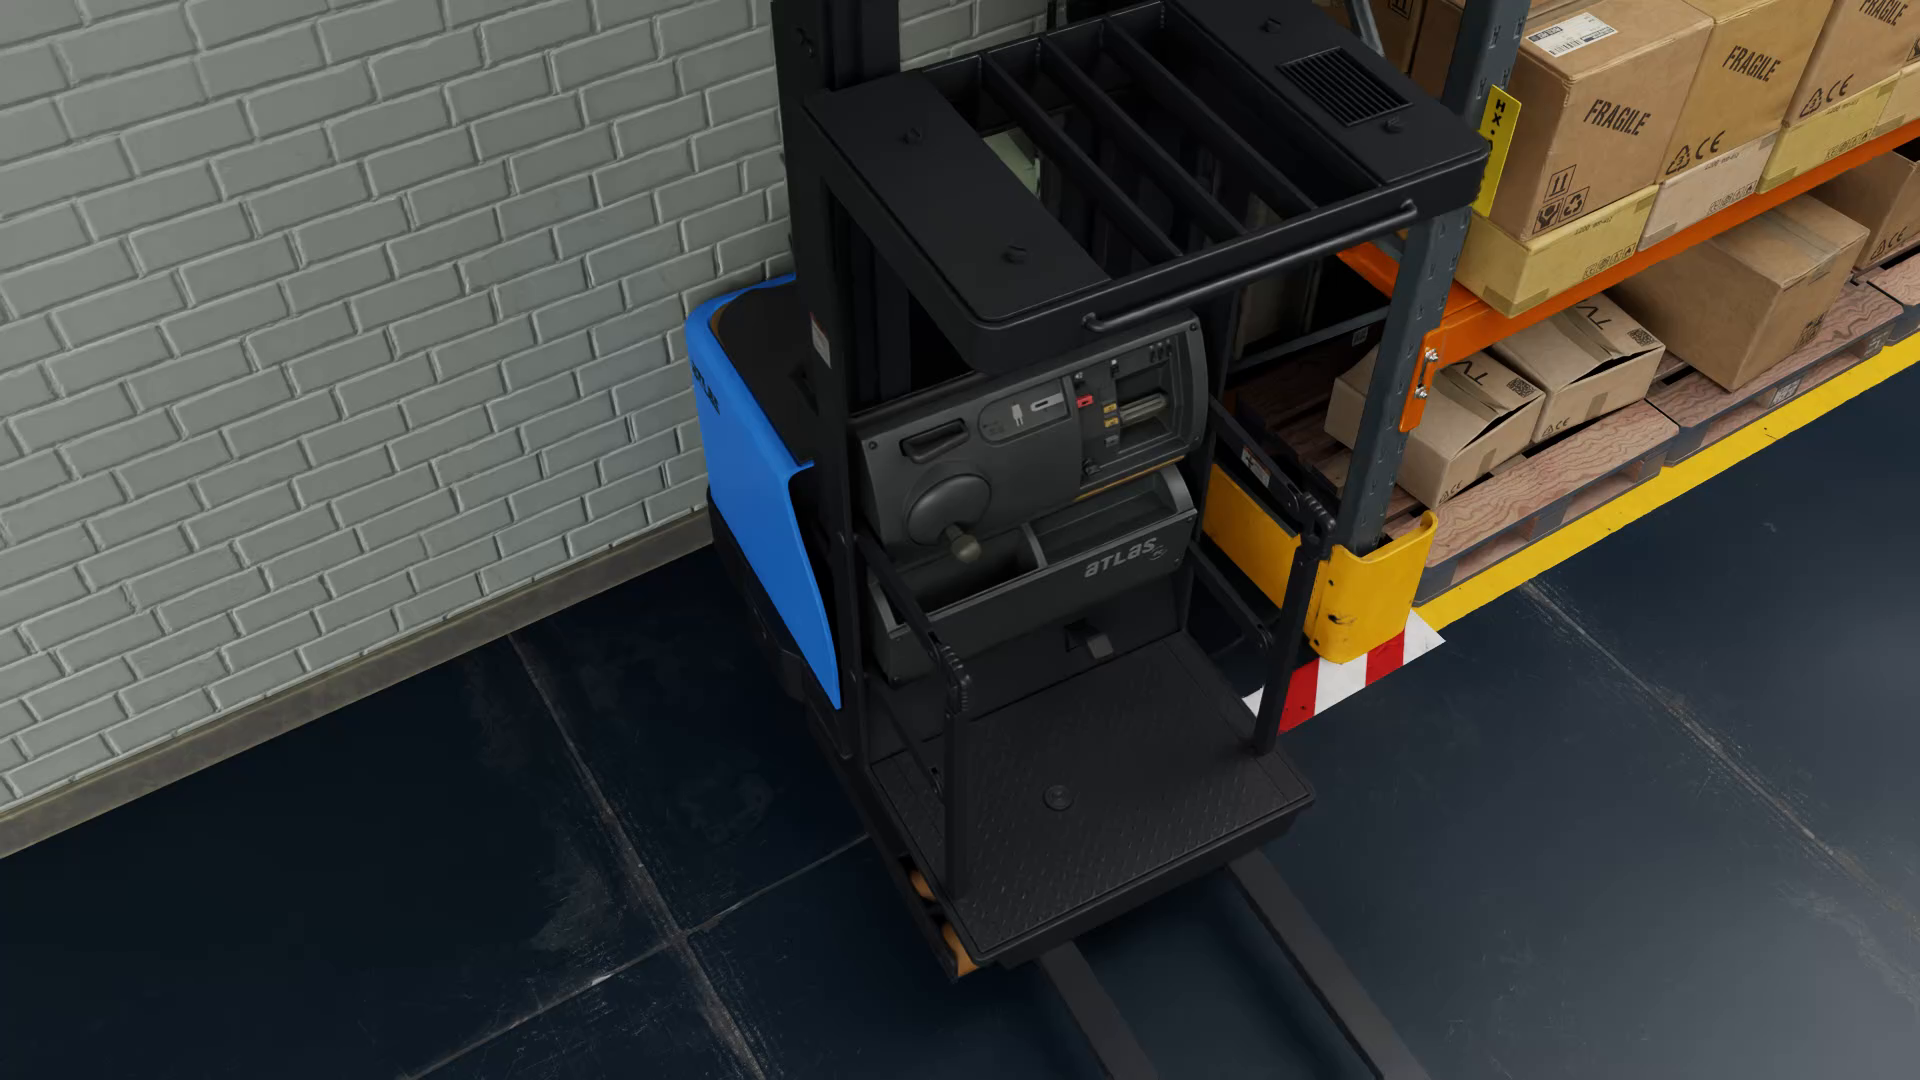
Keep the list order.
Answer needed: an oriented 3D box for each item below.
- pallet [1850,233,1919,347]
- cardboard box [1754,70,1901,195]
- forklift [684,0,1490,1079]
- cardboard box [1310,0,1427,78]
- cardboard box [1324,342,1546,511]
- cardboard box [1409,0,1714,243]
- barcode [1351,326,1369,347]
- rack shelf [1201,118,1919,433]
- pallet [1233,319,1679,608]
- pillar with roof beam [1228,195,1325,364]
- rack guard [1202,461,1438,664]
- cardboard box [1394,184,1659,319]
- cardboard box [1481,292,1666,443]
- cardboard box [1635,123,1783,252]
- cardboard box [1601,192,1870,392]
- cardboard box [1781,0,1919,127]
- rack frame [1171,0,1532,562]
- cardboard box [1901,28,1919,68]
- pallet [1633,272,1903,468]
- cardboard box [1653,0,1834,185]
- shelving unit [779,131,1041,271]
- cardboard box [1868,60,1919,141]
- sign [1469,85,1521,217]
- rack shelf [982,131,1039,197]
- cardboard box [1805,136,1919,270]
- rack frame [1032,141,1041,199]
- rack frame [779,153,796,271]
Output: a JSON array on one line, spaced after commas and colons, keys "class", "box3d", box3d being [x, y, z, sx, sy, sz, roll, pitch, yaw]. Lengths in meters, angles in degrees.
[{"class": "pallet", "box3d": [3.814, -1.362, 6.822, 1.213, 0.211, 1.003, -25, 53, -21]}, {"class": "cardboard box", "box3d": [2.427, -1.351, 5.032, 0.500, 0.250, 0.500, -26, 53, -21]}, {"class": "forklift", "box3d": [0.300, -0.147, 3.918, 1.130, 2.935, 3.031, -22, 52, -18]}, {"class": "cardboard box", "box3d": [1.265, -1.514, 4.674, 0.500, 0.500, 0.500, -26, 53, -21]}, {"class": "cardboard box", "box3d": [1.613, -0.456, 5.654, 0.500, 0.311, 0.500, -31, 55, -25]}, {"class": "cardboard box", "box3d": [1.544, -1.192, 4.388, 0.500, 0.500, 0.500, -25, 53, -21]}, {"class": "barcode", "box3d": [1.415, -0.719, 5.882, 0.075, 0.075, 0.001, -25, 53, -21]}, {"class": "rack shelf", "box3d": [2.671, -1.543, 5.597, 4.000, 0.370, 1.077, -25, 53, -21]}, {"class": "pallet", "box3d": [1.750, -0.390, 5.956, 1.213, 0.211, 1.003, -25, 53, -21]}, {"class": "pillar with roof beam", "box3d": [3.407, -1.087, 0.692, 0.400, 9.000, 9.100, -25, 53, -21]}, {"class": "rack guard", "box3d": [1.044, -0.184, 5.580, 0.348, 0.500, 1.175, -25, 53, -21]}, {"class": "cardboard box", "box3d": [1.562, -0.936, 4.662, 0.500, 0.250, 0.500, -27, 54, -22]}, {"class": "cardboard box", "box3d": [2.095, -0.684, 5.856, 0.500, 0.311, 0.500, -21, 52, -18]}, {"class": "cardboard box", "box3d": [1.993, -1.152, 4.854, 0.500, 0.250, 0.500, -27, 54, -22]}, {"class": "cardboard box", "box3d": [2.742, -1.007, 6.018, 0.500, 0.500, 0.700, -28, 54, -23]}, {"class": "cardboard box", "box3d": [2.408, -1.585, 4.737, 0.500, 0.500, 0.500, -27, 54, -22]}, {"class": "rack frame", "box3d": [0.980, -0.986, 4.619, 0.127, 3.000, 1.000, -25, 53, -21]}, {"class": "cardboard box", "box3d": [2.838, -1.798, 4.927, 0.500, 0.500, 0.500, -24, 52, -20]}, {"class": "pallet", "box3d": [2.781, -0.873, 6.386, 1.213, 0.211, 1.003, -25, 53, -21]}, {"class": "cardboard box", "box3d": [1.967, -1.383, 4.558, 0.500, 0.500, 0.500, -25, 53, -21]}, {"class": "shelving unit", "box3d": [-0.152, -0.742, 5.362, 0.755, 1.500, 0.431, -16, 44, -13]}, {"class": "cardboard box", "box3d": [2.856, -1.551, 5.210, 0.500, 0.250, 0.500, -25, 53, -20]}, {"class": "sign", "box3d": [1.269, -0.931, 3.991, 0.005, 0.325, 0.100, -25, 53, -21]}, {"class": "rack shelf", "box3d": [-0.169, -1.028, 5.097, 0.720, 0.370, 0.431, -16, 44, -13]}, {"class": "cardboard box", "box3d": [3.506, -1.456, 6.417, 0.500, 0.500, 0.500, -29, 54, -23]}, {"class": "rack frame", "box3d": [0.190, -0.840, 5.447, 0.023, 1.500, 0.400, -16, 44, -13]}, {"class": "rack frame", "box3d": [-0.495, -0.645, 5.278, 0.023, 1.500, 0.400, -16, 44, -13]}]
